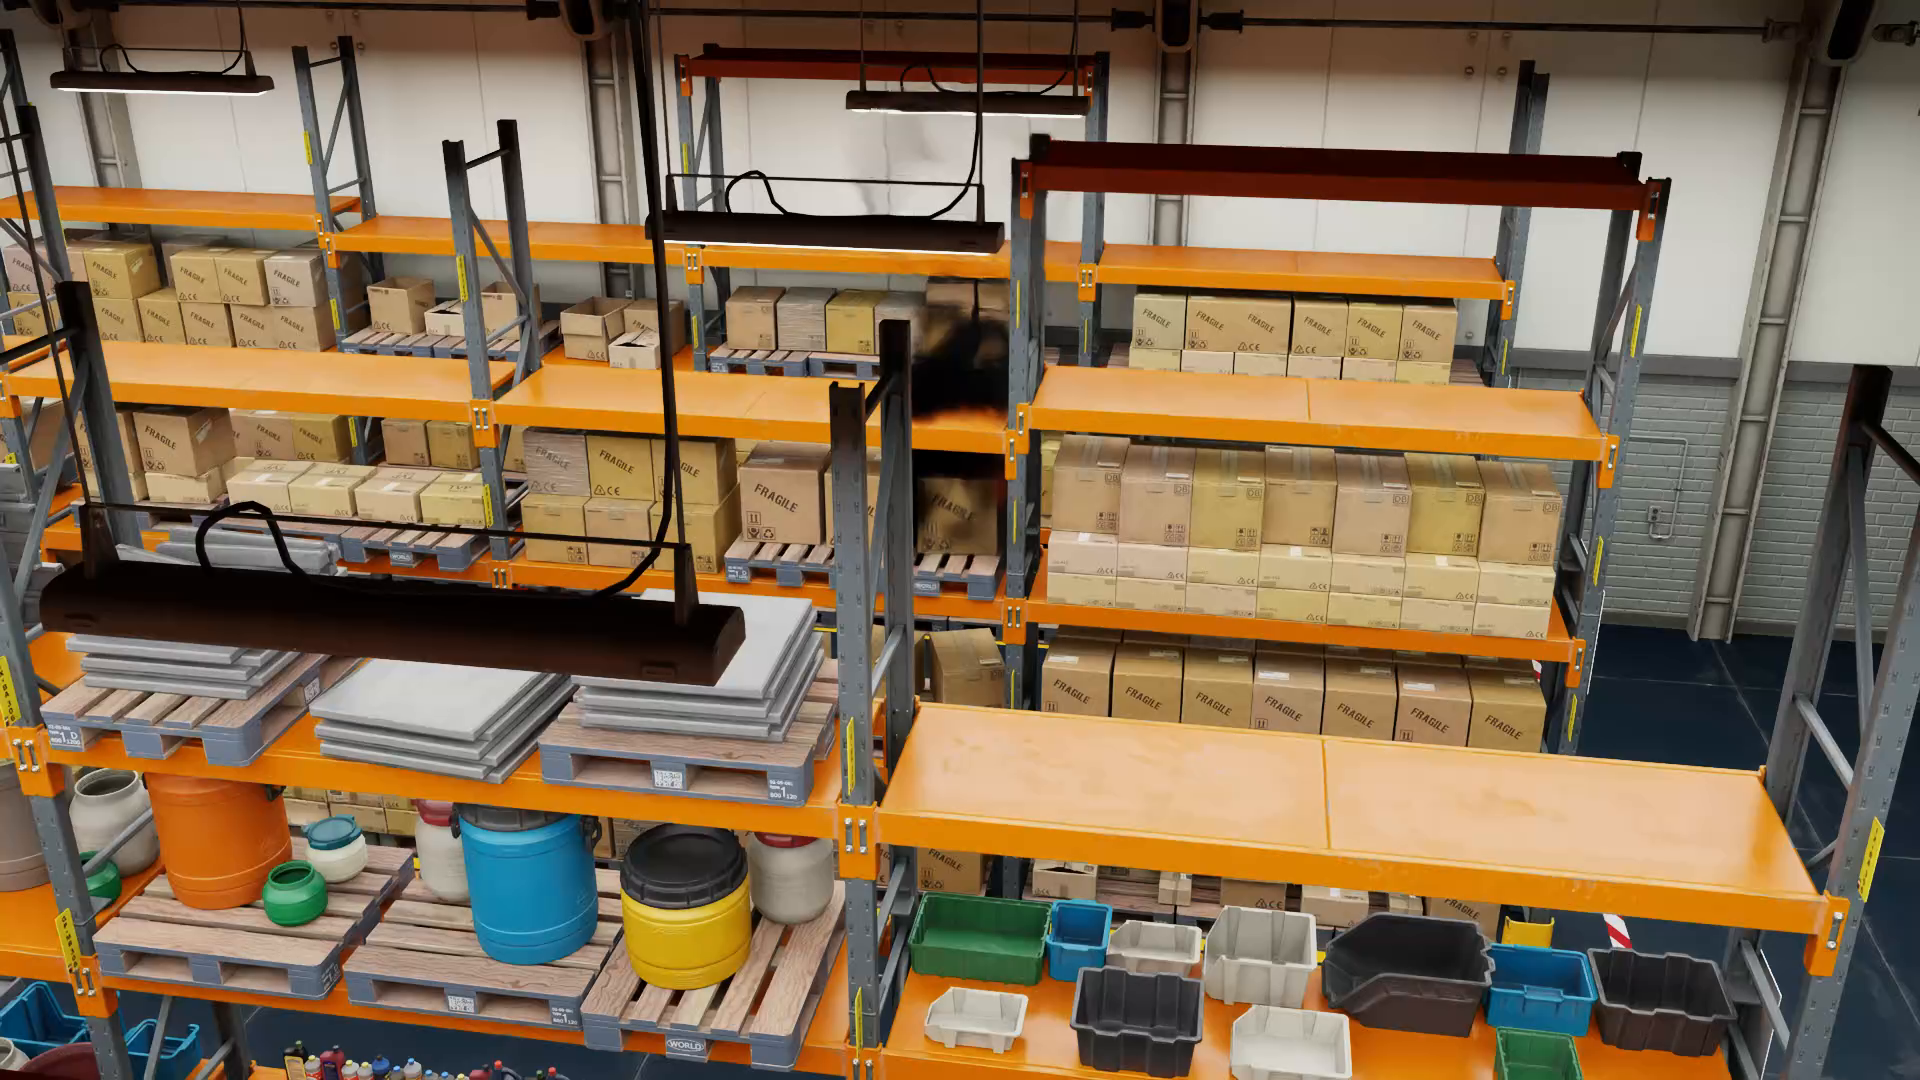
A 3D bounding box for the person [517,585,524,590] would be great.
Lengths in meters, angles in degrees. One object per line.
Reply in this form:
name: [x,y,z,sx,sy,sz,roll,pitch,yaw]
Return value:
person: [-4.285,1.059,15.703,0.688,1.764,0.641,4,23,9]
